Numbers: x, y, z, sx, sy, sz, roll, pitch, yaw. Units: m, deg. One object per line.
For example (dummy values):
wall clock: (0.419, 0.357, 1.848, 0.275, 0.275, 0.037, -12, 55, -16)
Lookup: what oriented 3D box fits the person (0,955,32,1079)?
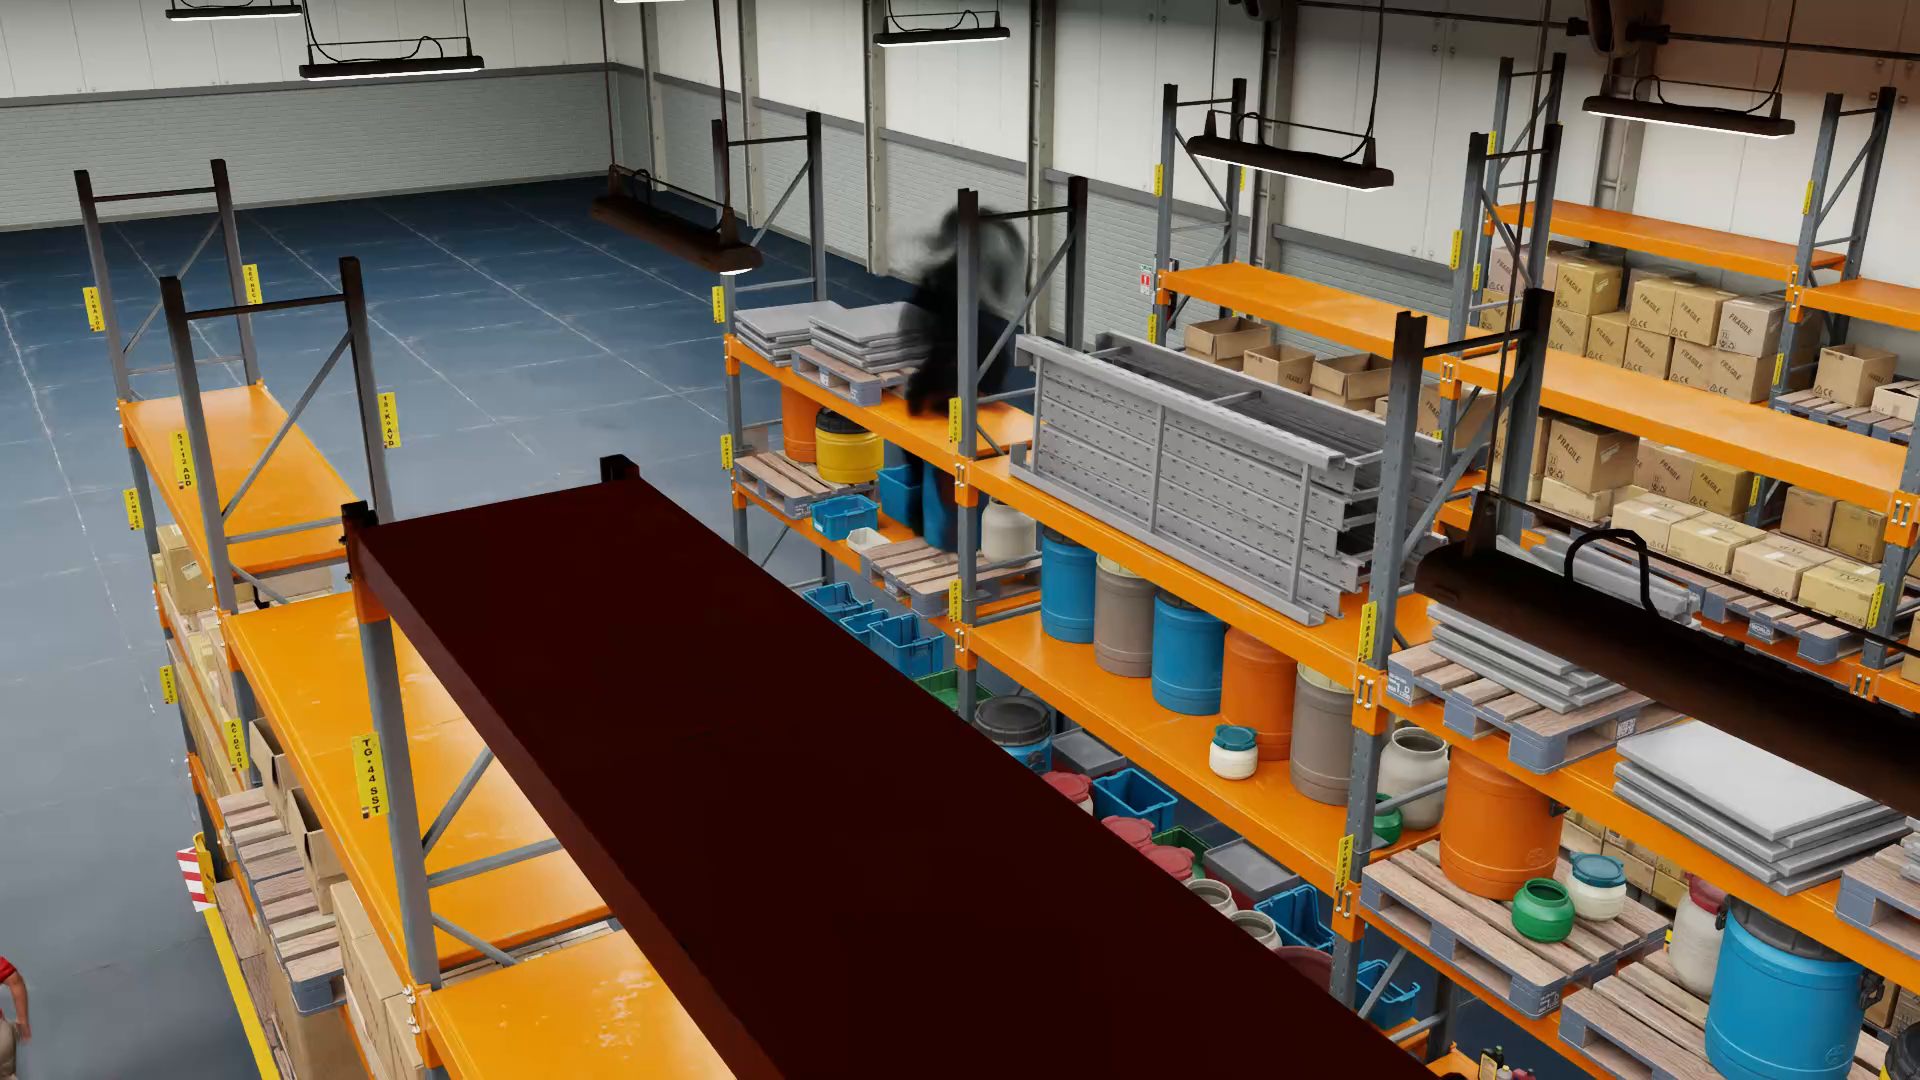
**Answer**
person: (-6.415, 3.344, 10.906, 0.791, 1.669, 0.659, 17, 28, 37)
